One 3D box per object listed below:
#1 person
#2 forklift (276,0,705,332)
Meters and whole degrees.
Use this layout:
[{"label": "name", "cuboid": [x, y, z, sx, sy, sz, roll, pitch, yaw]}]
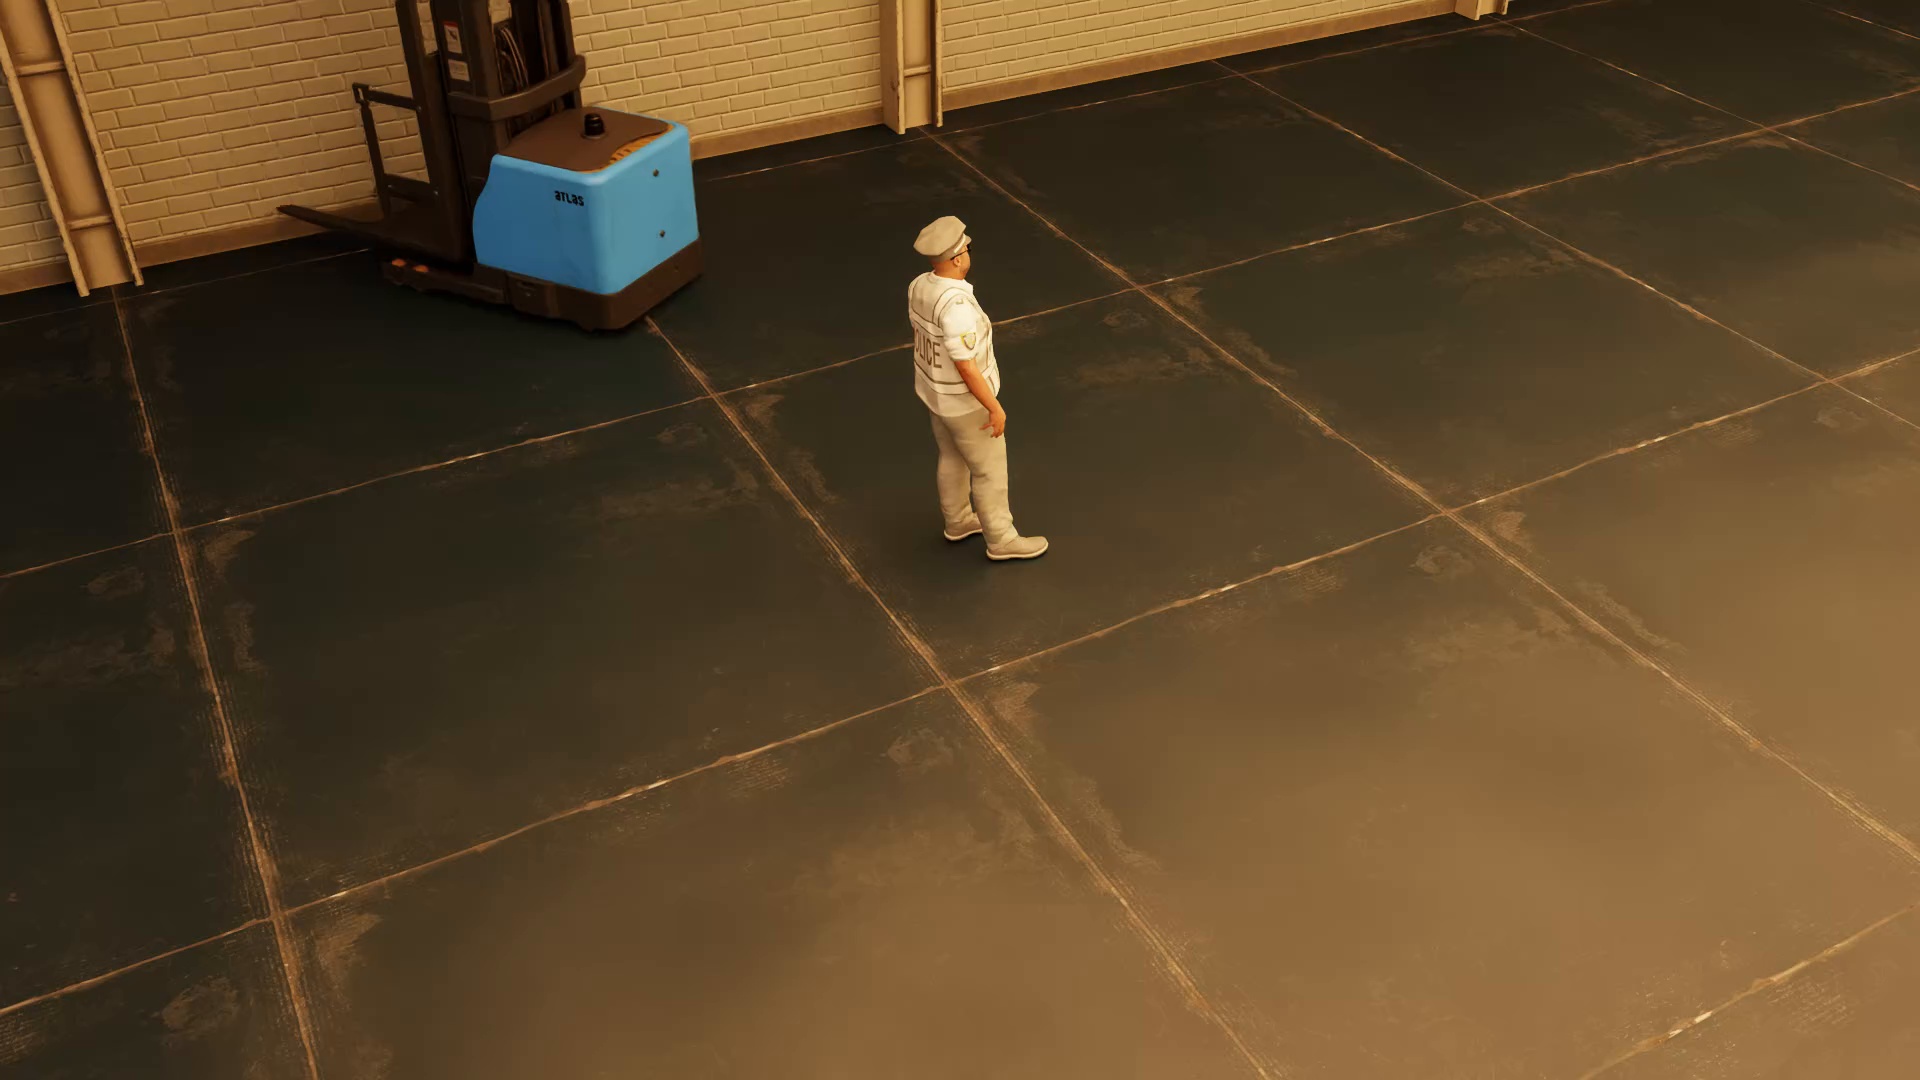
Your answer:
[{"label": "person", "cuboid": [0.074, -0.748, 8.165, 0.575, 1.781, 0.640, -17, 39, -23]}, {"label": "forklift", "cuboid": [-3.254, -3.095, 10.501, 3.031, 2.935, 1.130, 16, 38, 22]}]
